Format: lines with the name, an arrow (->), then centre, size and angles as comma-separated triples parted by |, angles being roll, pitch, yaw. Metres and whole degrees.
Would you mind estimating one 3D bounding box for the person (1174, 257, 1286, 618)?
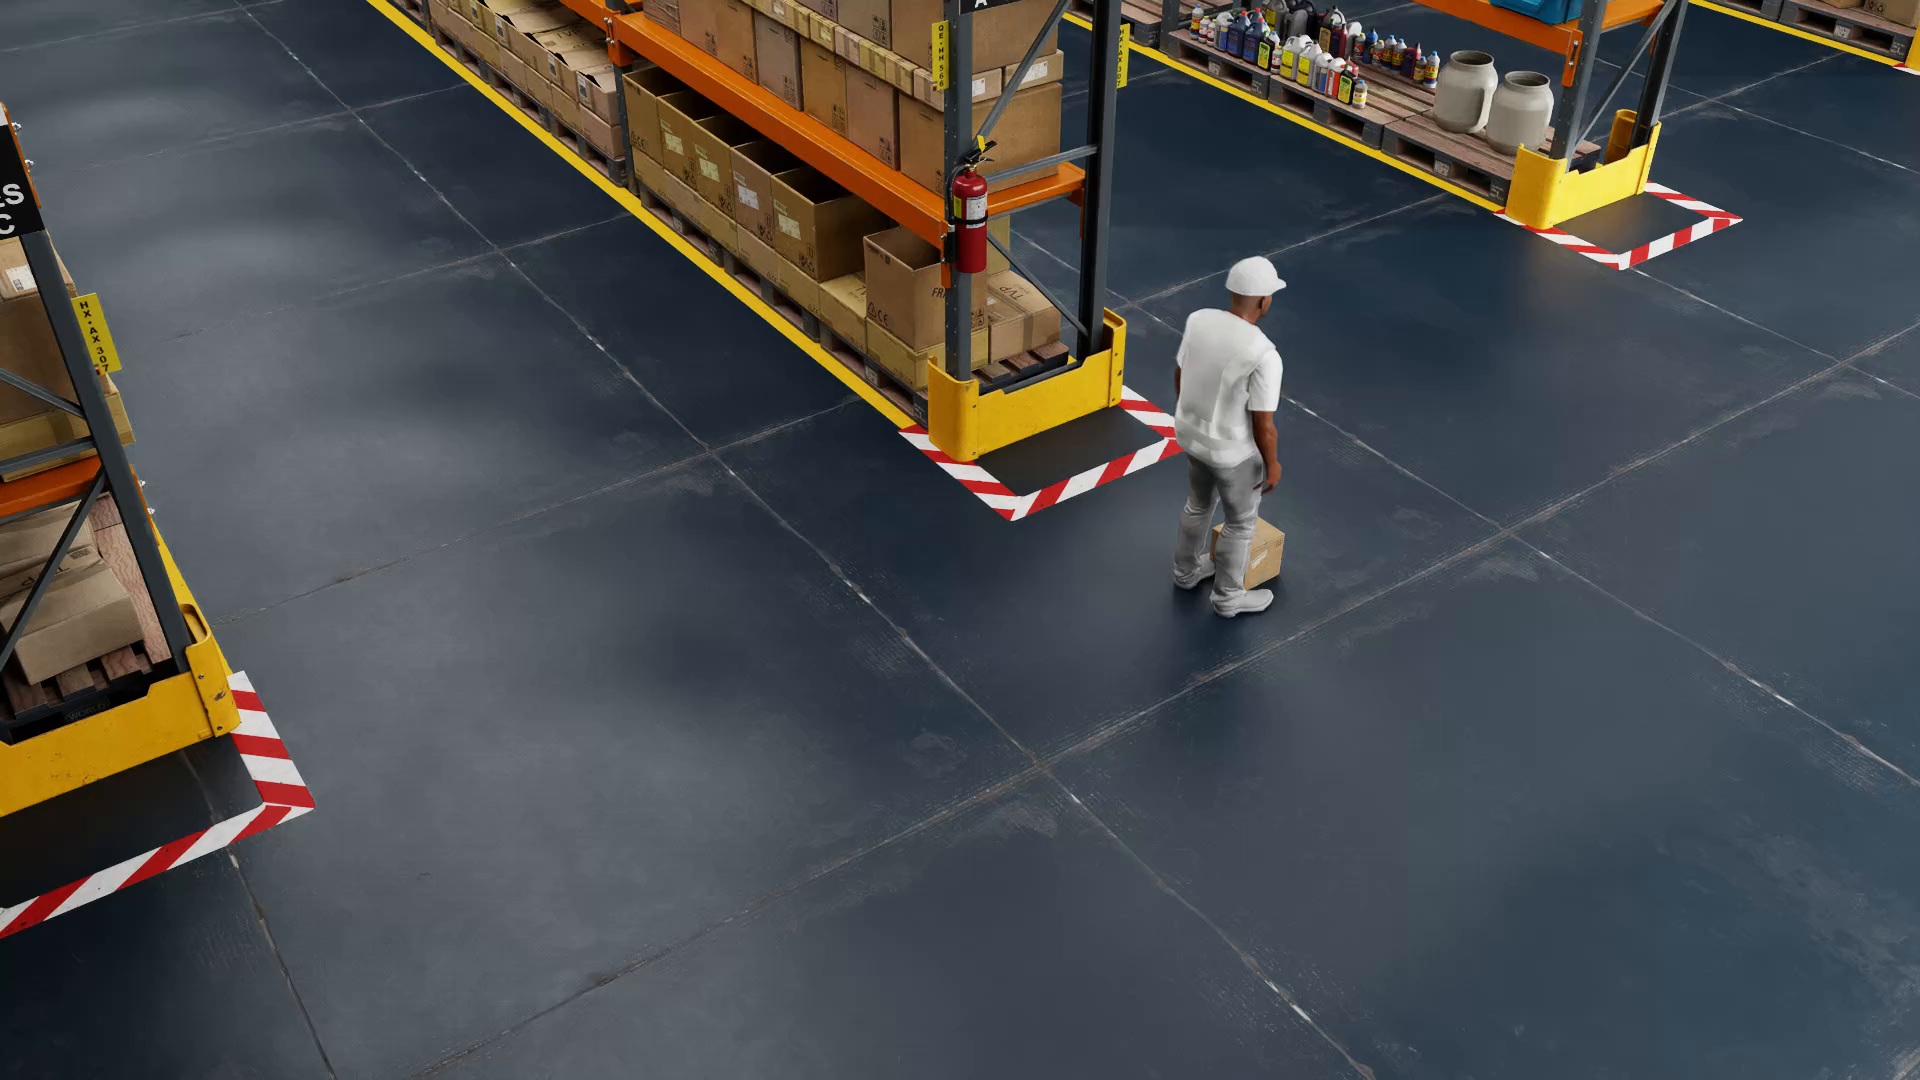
person -> 1.231, -0.467, 7.627 | 0.459, 1.760, 0.628 | -22, 42, -27
